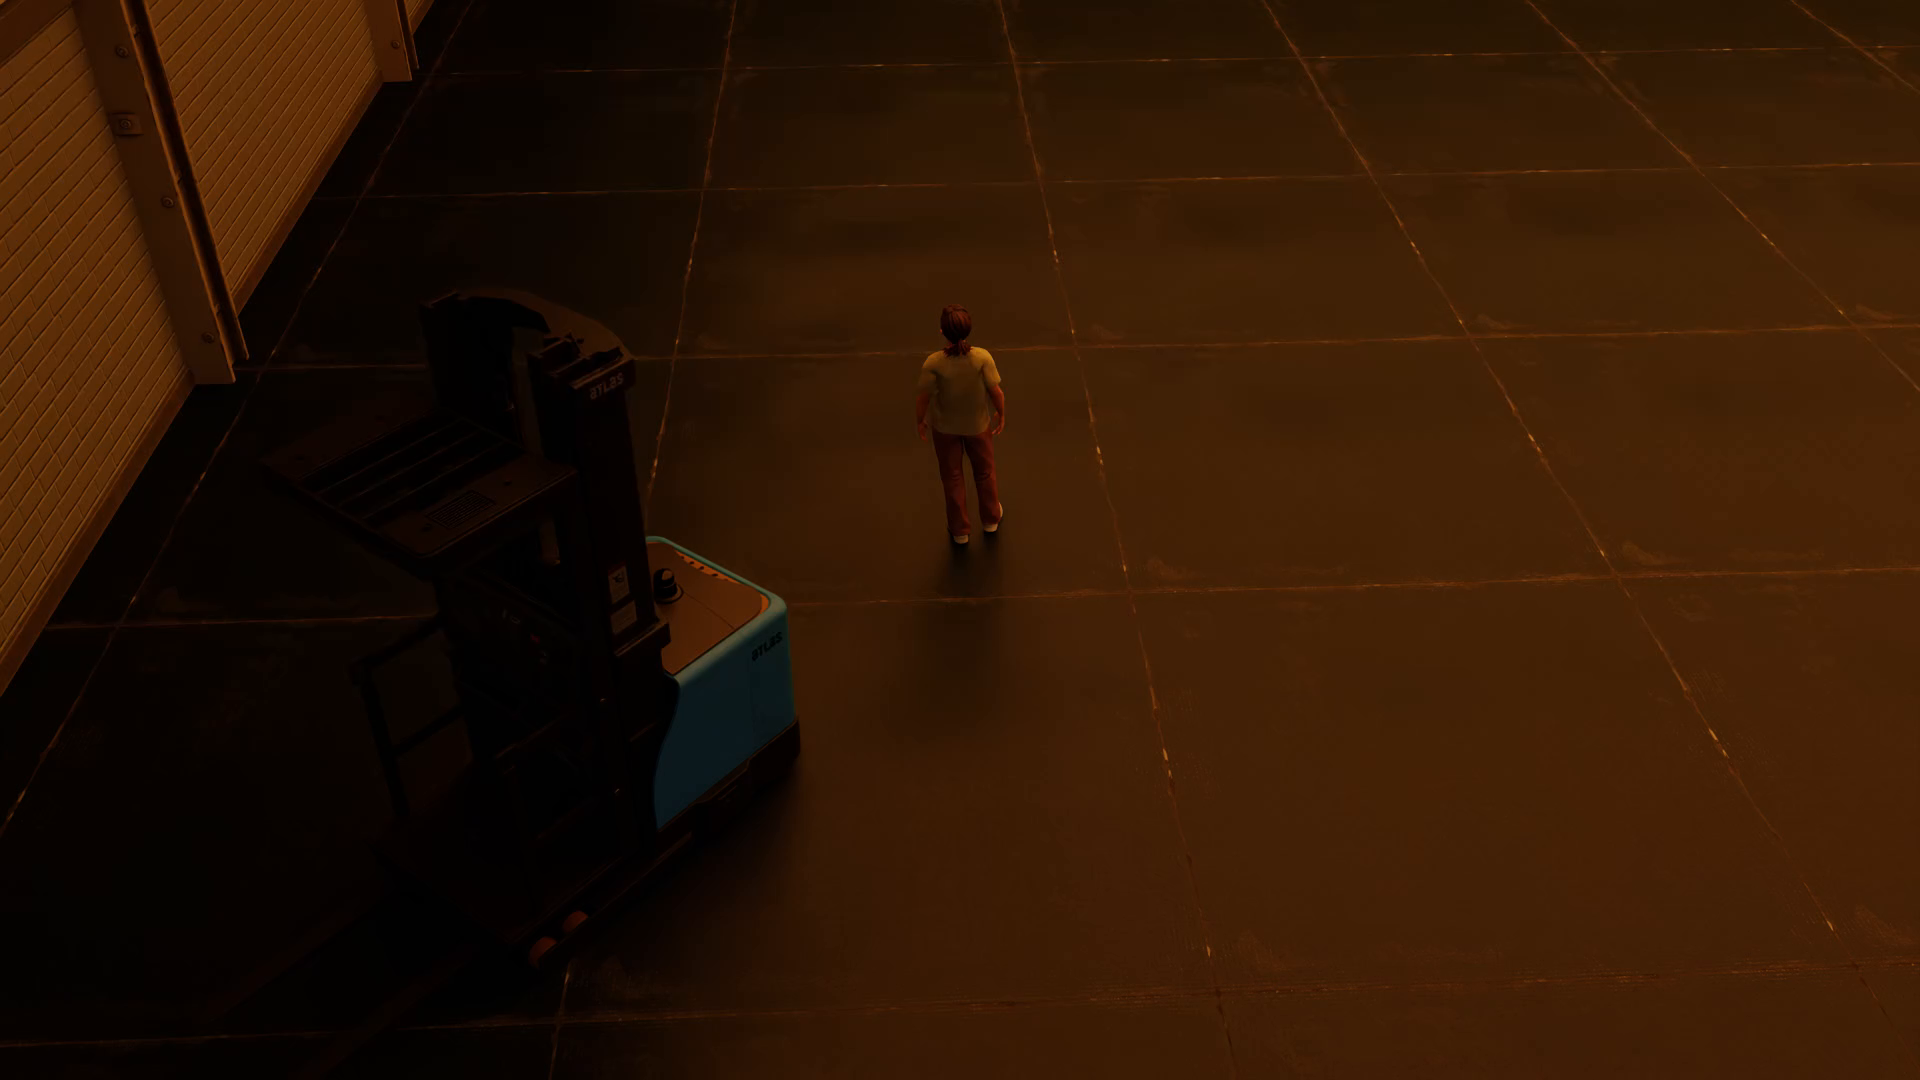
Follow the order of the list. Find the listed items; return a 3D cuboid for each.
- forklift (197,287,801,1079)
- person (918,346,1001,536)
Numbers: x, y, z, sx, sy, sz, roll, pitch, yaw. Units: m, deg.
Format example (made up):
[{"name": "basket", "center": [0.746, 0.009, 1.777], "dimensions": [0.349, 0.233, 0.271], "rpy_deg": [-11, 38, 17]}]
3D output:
[{"name": "forklift", "center": [-2.143, 0.496, 7.330], "dimensions": [1.130, 2.935, 3.031], "rpy_deg": [24, 43, 30]}, {"name": "person", "center": [0.006, -0.627, 10.080], "dimensions": [0.520, 1.363, 0.396], "rpy_deg": [-2, 36, -2]}]
